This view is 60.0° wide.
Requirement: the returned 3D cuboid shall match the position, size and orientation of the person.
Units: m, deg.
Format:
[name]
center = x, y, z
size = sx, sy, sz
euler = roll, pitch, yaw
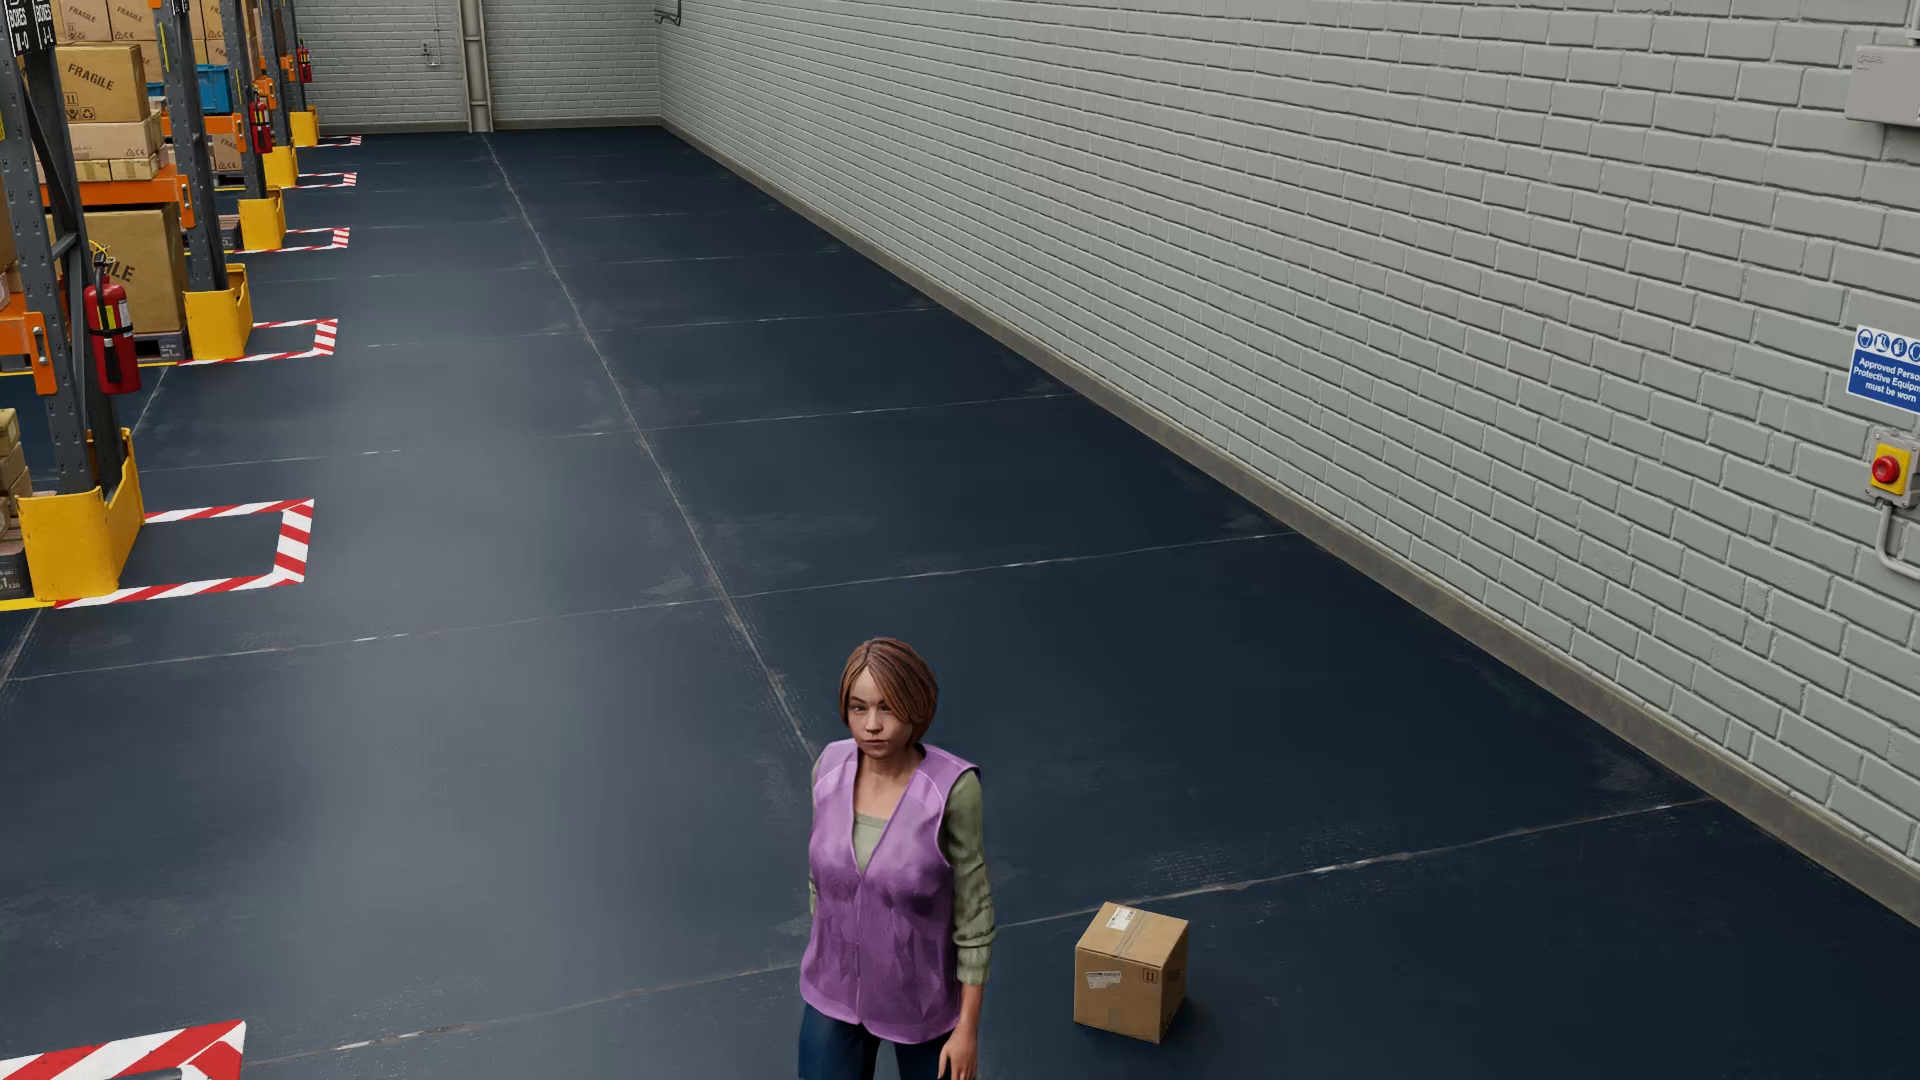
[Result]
[person]
center = -0.118, 0.925, 3.442
size = 0.432, 1.558, 0.790
euler = 6, 21, 17
